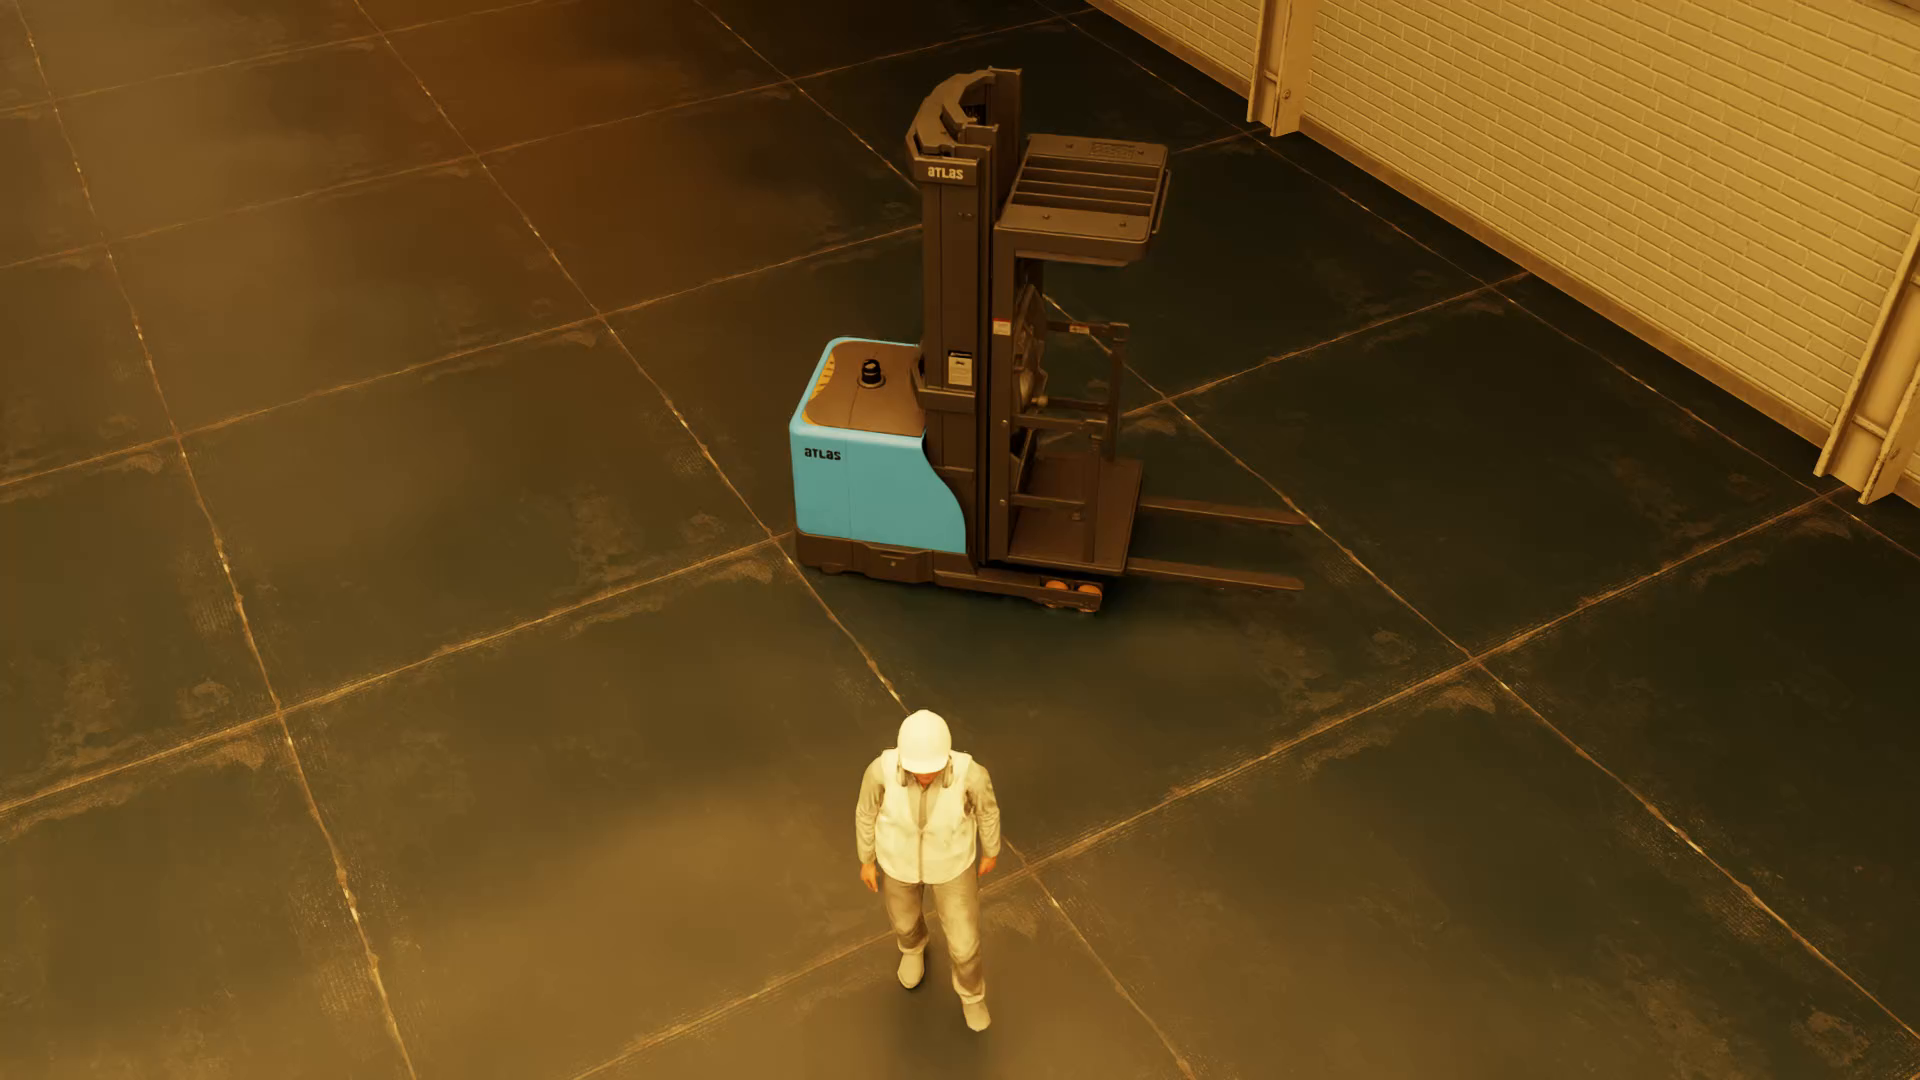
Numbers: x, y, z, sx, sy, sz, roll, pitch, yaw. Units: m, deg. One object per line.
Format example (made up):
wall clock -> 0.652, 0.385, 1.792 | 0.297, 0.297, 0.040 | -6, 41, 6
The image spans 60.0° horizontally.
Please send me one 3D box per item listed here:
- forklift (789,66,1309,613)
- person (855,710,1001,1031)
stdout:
forklift -> 0.576, -1.070, 9.326 | 3.031, 2.935, 1.130 | 7, 40, 9
person -> -0.144, 1.434, 7.280 | 0.631, 1.816, 0.540 | 3, 40, 4
